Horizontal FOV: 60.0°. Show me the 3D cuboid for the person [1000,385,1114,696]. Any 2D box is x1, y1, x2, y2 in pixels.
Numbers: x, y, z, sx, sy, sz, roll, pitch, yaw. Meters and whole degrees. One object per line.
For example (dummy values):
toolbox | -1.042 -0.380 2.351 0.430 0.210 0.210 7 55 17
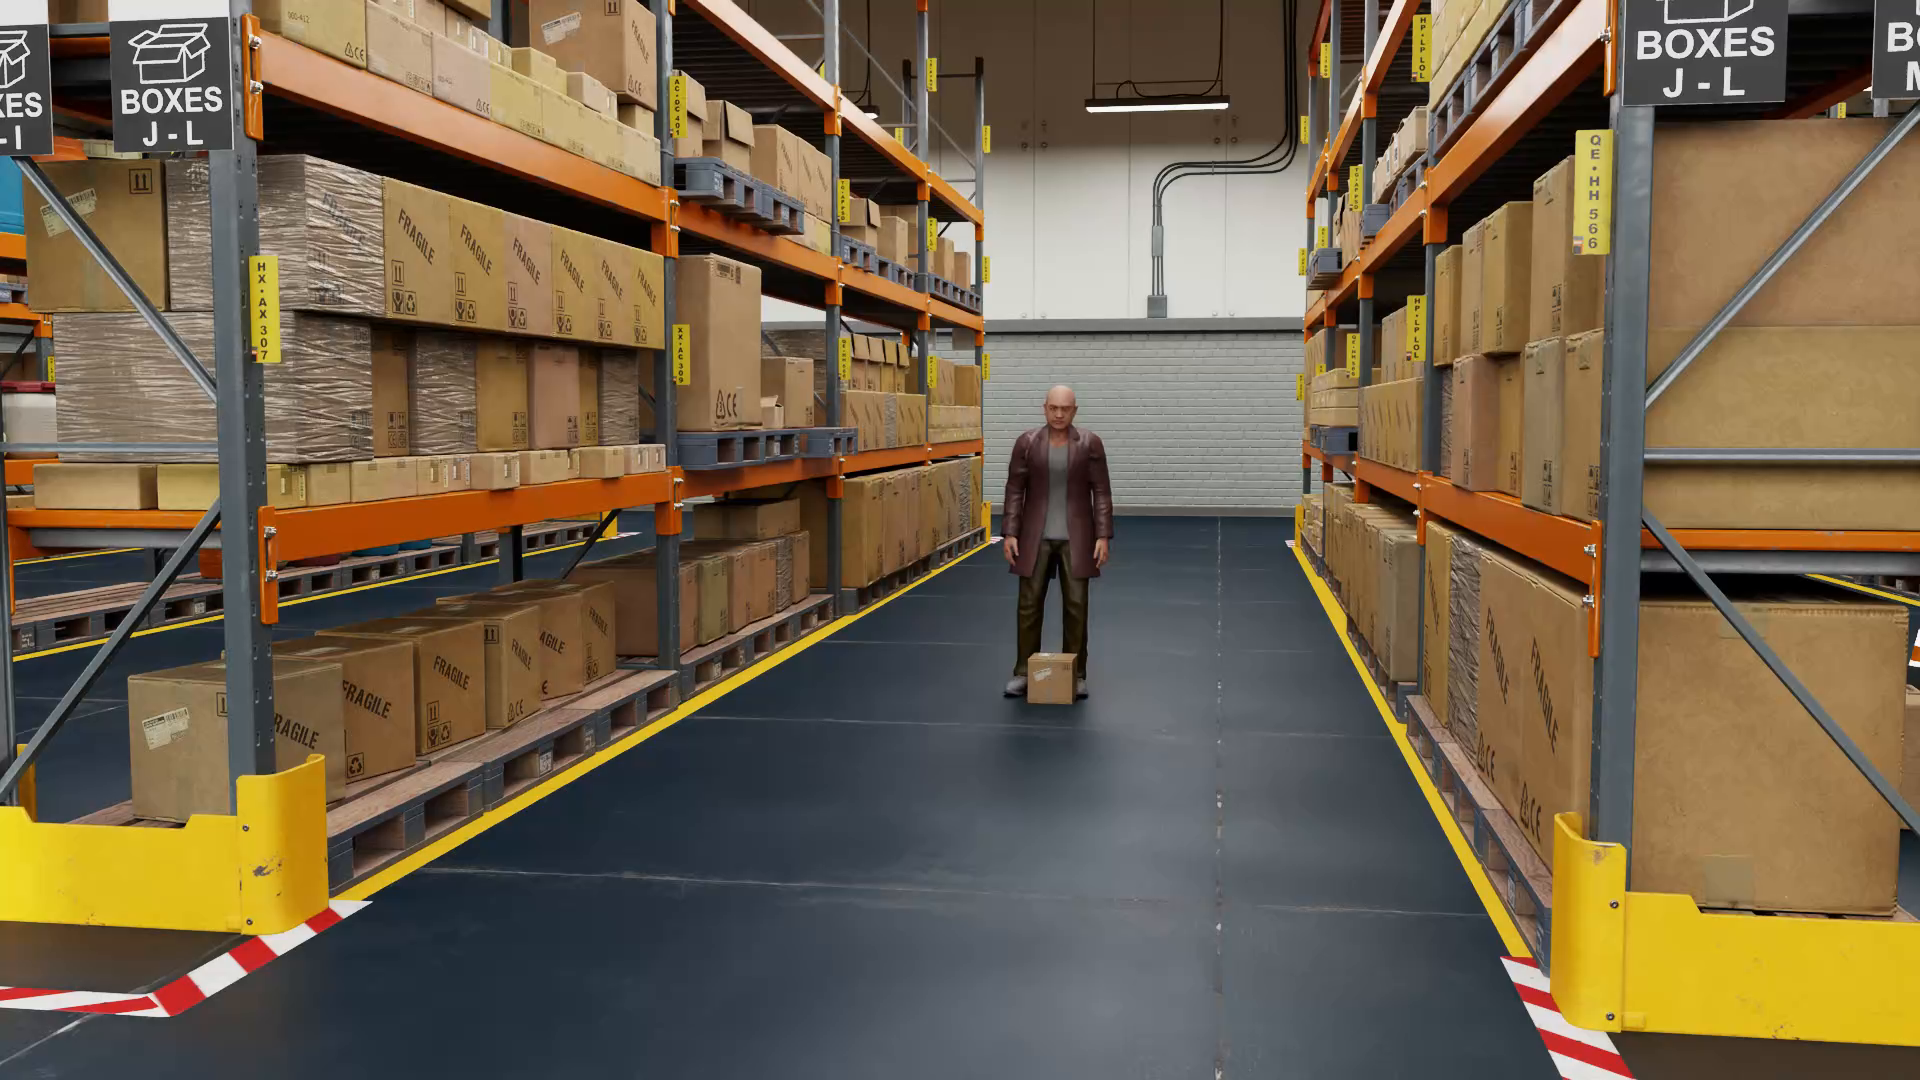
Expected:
person | 0.558 0.001 9.566 0.654 1.774 0.415 1 4 7
